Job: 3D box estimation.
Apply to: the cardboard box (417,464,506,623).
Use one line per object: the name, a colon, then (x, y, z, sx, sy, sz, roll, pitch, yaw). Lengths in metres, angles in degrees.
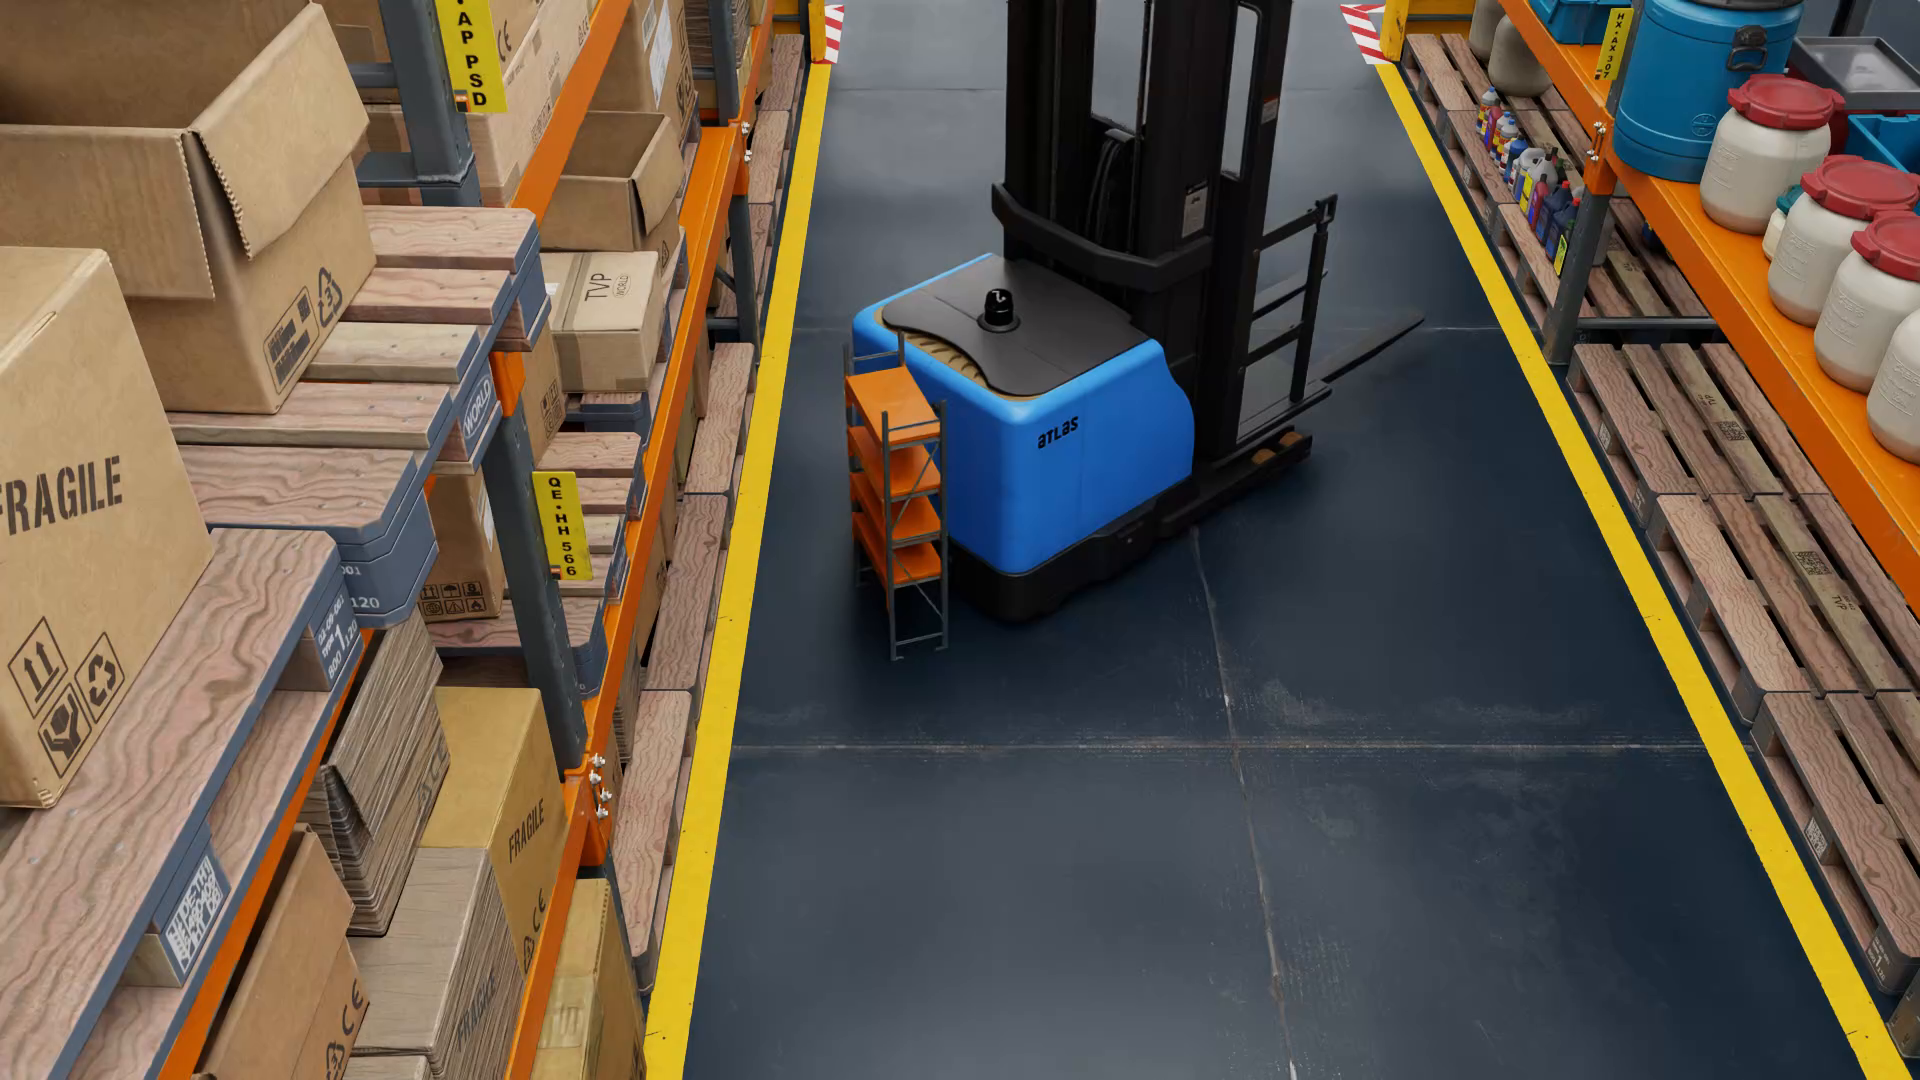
cardboard box: (-1.541, -0.116, 4.581, 0.500, 0.500, 0.500, -5, 39, -6)

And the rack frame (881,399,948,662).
rack frame: (-0.164, -0.010, 6.303, 0.240, 1.200, 0.015, -13, 40, -15)

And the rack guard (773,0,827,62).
rack guard: (-1.509, -3.556, 11.287, 1.175, 0.500, 0.348, 0, 39, 0)

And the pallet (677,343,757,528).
pallet: (-1.502, -0.502, 7.708, 1.003, 0.211, 1.213, 0, 39, 0)

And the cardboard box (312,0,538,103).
cardboard box: (-1.243, -1.274, 3.563, 0.500, 0.500, 0.500, 0, 39, 0)

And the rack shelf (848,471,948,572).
rack shelf: (-0.246, -0.101, 6.524, 0.258, 0.148, 0.480, -13, 40, -15)

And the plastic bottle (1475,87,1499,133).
plastic bottle: (3.134, -2.555, 9.870, 0.097, 0.271, 0.097, 0, 39, 0)

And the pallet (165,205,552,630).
pallet: (-1.446, -0.270, 2.941, 1.213, 0.211, 1.003, 2, 39, 2)

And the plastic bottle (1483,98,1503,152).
plastic bottle: (3.116, -2.418, 9.689, 0.061, 0.283, 0.133, 1, 39, 1)

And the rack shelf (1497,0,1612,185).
rack shelf: (3.446, -3.051, 9.233, 1.077, 0.370, 4.000, 0, 39, 0)

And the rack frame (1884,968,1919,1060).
rack frame: (3.453, 0.421, 4.326, 1.000, 3.000, 0.127, 0, 39, 0)

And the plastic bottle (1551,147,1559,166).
plastic bottle: (3.269, -2.019, 9.191, 0.061, 0.283, 0.133, 0, 39, 0)

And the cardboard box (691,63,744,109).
cardboard box: (-1.204, -2.114, 7.690, 0.380, 0.149, 0.250, 0, 39, 0)

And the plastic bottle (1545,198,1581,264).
plastic bottle: (3.159, -1.621, 8.641, 0.144, 0.351, 0.185, -1, 39, -1)

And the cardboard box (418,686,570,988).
cardboard box: (-1.252, 0.694, 3.906, 0.500, 0.500, 0.500, 1, 39, 1)

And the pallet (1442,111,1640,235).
pallet: (3.485, -2.177, 9.798, 1.003, 0.211, 1.213, 0, 39, 0)

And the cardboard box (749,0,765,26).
cardboard box: (-1.409, -2.826, 8.060, 0.875, 0.500, 0.500, 0, 39, 0)

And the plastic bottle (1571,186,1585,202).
plastic bottle: (3.307, -1.728, 8.834, 0.152, 0.276, 0.135, 0, 39, 0)

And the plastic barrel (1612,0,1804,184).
plastic barrel: (3.146, -2.035, 6.989, 0.600, 0.901, 0.708, 0, 39, 0)

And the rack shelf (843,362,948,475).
rack shelf: (-0.246, -0.460, 6.237, 0.258, 0.148, 0.480, -13, 40, -15)

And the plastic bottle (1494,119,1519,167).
plastic bottle: (3.135, -2.278, 9.524, 0.097, 0.271, 0.097, 0, 39, 0)

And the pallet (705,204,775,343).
pallet: (-1.541, -1.409, 8.839, 1.003, 0.211, 1.213, 0, 39, 0)

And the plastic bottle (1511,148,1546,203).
plastic bottle: (3.163, -2.016, 9.193, 0.152, 0.276, 0.135, 1, 39, 1)

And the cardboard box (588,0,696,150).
cardboard box: (-1.644, -1.978, 6.504, 1.000, 1.000, 1.000, 0, 39, 0)

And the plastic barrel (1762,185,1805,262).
plastic barrel: (3.296, -1.199, 6.458, 0.301, 0.262, 0.301, 0, 39, 0)

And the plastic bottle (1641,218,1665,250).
plastic bottle: (3.718, -1.724, 8.769, 0.144, 0.351, 0.185, 0, 39, 0)

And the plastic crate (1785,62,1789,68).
plastic crate: (3.575, -2.384, 7.876, 0.767, 0.338, 0.504, 0, 39, 0)

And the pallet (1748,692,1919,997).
pallet: (3.491, 1.024, 5.803, 1.003, 0.211, 1.213, 0, 39, 0)

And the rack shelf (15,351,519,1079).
rack shelf: (-1.498, 0.785, 2.048, 1.077, 0.370, 4.000, 0, 39, 0)

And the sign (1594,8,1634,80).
sign: (2.898, -2.195, 7.369, 0.100, 0.325, 0.005, 0, 39, 0)

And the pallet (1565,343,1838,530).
pallet: (3.488, -0.502, 7.707, 1.003, 0.211, 1.213, 0, 39, 0)

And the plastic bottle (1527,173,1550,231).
plastic bottle: (3.117, -1.817, 8.939, 0.061, 0.283, 0.133, 2, 39, 3)

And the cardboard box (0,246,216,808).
cardboard box: (-1.338, -0.028, 2.072, 0.500, 0.500, 0.500, 2, 39, 2)

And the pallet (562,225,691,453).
pallet: (-1.543, -0.739, 5.927, 1.003, 0.211, 1.213, 0, 39, 0)

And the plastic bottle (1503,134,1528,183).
plastic bottle: (3.135, -2.152, 9.366, 0.097, 0.271, 0.097, 0, 39, 0)

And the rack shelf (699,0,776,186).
rack shelf: (-1.507, -3.047, 9.229, 1.077, 0.370, 4.000, 0, 39, 0)

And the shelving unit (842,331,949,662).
shelving unit: (-0.246, -0.154, 6.482, 0.258, 1.200, 0.503, -13, 40, -15)

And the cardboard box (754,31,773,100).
cardboard box: (-1.490, -3.003, 10.261, 0.500, 0.500, 0.500, 10, 40, 12)

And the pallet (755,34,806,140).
pallet: (-1.544, -2.935, 10.743, 1.003, 0.211, 1.213, 0, 39, 0)

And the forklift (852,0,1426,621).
forklift: (0.980, -1.610, 6.915, 3.031, 2.935, 1.130, -30, 47, -32)

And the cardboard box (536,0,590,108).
cardboard box: (-1.246, -1.303, 4.198, 0.500, 0.250, 0.500, 1, 39, 1)

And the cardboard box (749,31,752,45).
cardboard box: (-1.219, -2.426, 8.080, 0.380, 0.149, 0.250, 0, 39, 0)

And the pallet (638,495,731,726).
pallet: (-1.498, 0.263, 6.753, 1.003, 0.211, 1.213, 0, 39, 0)

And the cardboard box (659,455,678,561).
cardboard box: (-1.543, -0.241, 6.799, 0.700, 0.500, 0.500, -3, 39, -4)

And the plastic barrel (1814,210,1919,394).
plastic barrel: (3.232, -0.806, 5.748, 0.433, 0.535, 0.433, 0, 39, 0)

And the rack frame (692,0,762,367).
rack frame: (-1.505, -2.077, 7.443, 1.000, 3.000, 0.127, 0, 39, 0)

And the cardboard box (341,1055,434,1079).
cardboard box: (-1.253, 1.330, 3.112, 0.500, 0.500, 0.500, -1, 39, -2)

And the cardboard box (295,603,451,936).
cardboard box: (-1.515, 0.451, 3.406, 0.797, 0.503, 0.637, 1, 39, 1)

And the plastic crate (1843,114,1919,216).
plastic crate: (3.761, -1.385, 6.592, 0.392, 0.384, 0.575, 0, 39, 0)

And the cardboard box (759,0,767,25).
cardboard box: (-1.188, -2.739, 8.470, 0.380, 0.149, 0.250, 0, 39, 0)

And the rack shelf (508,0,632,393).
rack shelf: (-1.502, -1.716, 5.170, 1.077, 0.370, 4.000, 0, 39, 0)

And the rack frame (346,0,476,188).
rack frame: (-1.500, -1.917, 2.446, 1.000, 3.000, 0.127, 0, 39, 0)

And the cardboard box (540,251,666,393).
cardboard box: (-1.272, -0.729, 5.546, 0.500, 0.250, 0.500, -1, 39, -1)

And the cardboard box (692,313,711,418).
cardboard box: (-1.525, -0.889, 7.608, 0.700, 0.500, 0.500, -3, 39, -4)

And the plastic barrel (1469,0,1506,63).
plastic barrel: (3.521, -3.364, 10.702, 0.421, 0.512, 0.421, 0, 39, 0)

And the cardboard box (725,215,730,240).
cardboard box: (-1.473, -1.874, 8.853, 0.500, 0.500, 0.500, 12, 40, 14)

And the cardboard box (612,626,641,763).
cardboard box: (-1.534, 0.462, 5.922, 0.700, 0.500, 0.500, -3, 39, -4)
